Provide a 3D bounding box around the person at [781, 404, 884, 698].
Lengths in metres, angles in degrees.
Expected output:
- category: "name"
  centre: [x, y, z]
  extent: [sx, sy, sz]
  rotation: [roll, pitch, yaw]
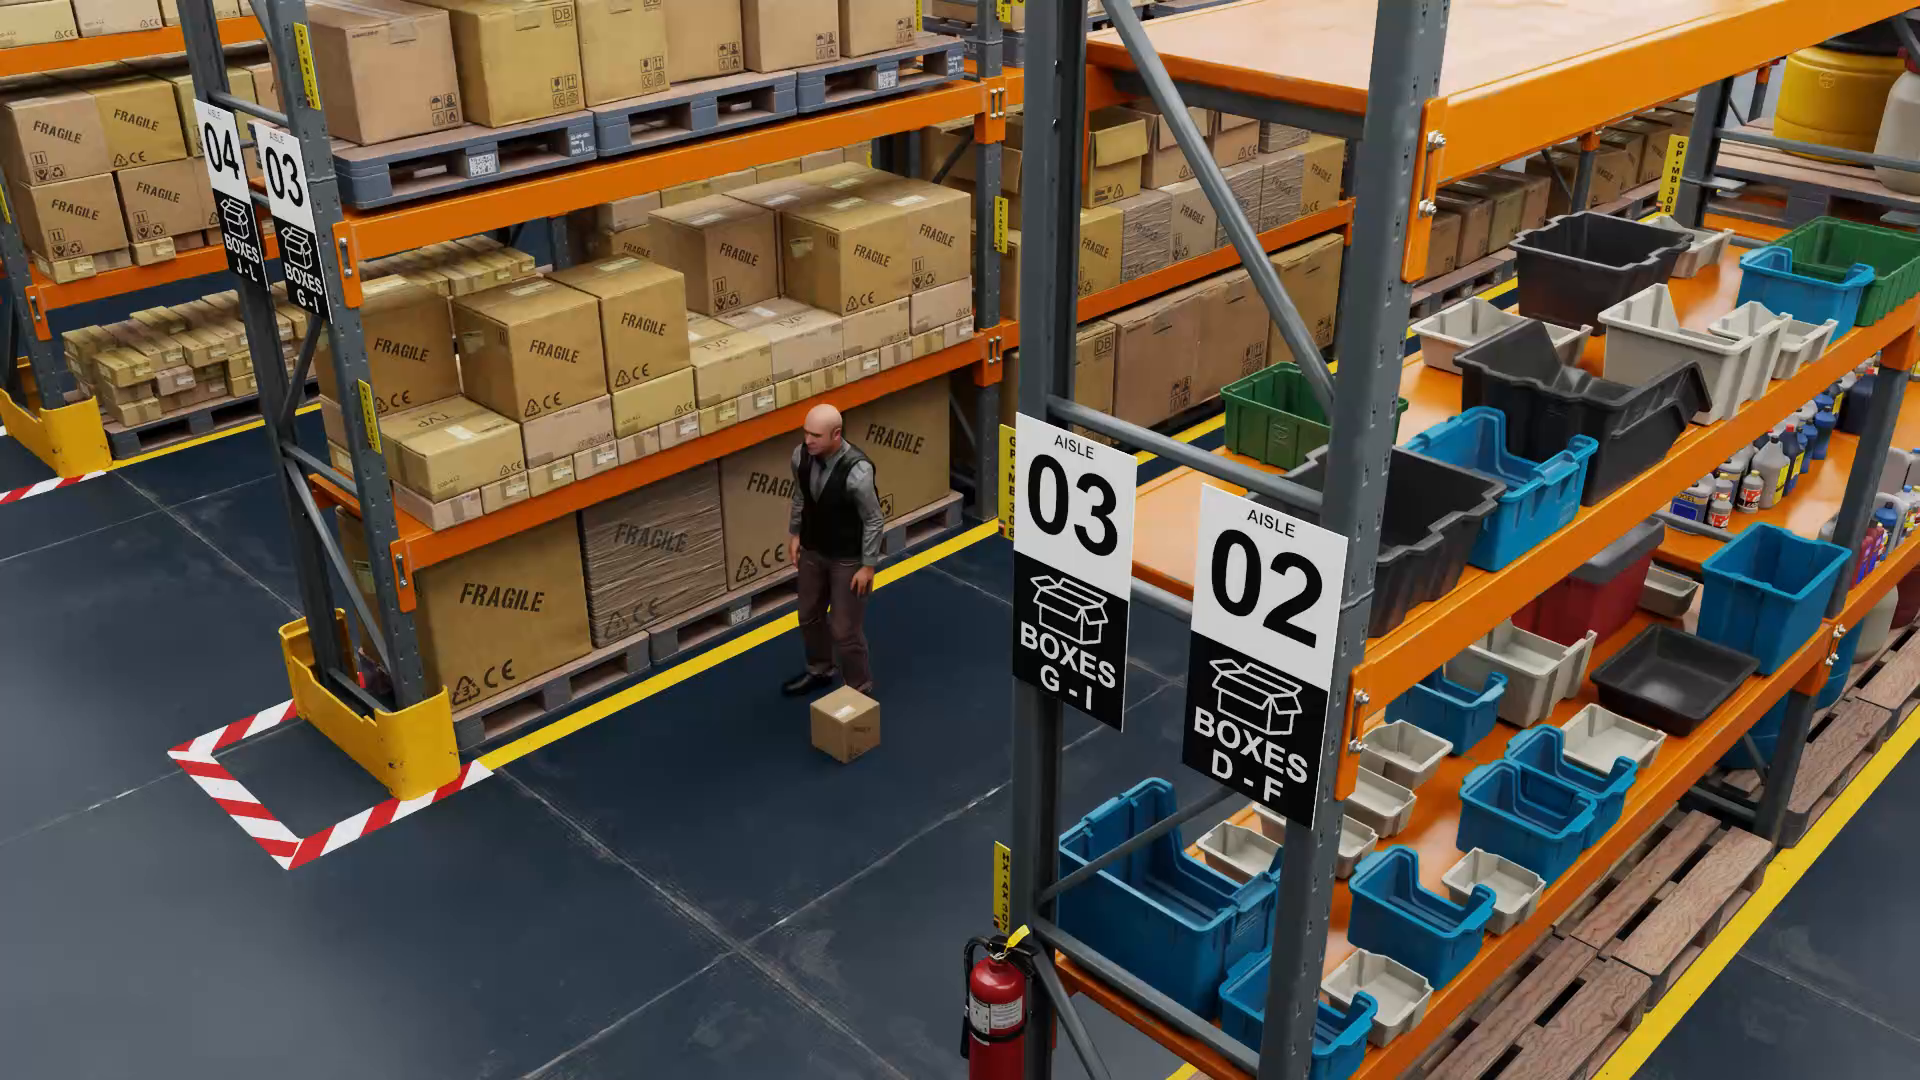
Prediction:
- category: "person"
  centre: [-0.629, 0.079, 8.494]
  extent: [0.594, 1.721, 0.414]
  rotation: [22, 35, 36]
